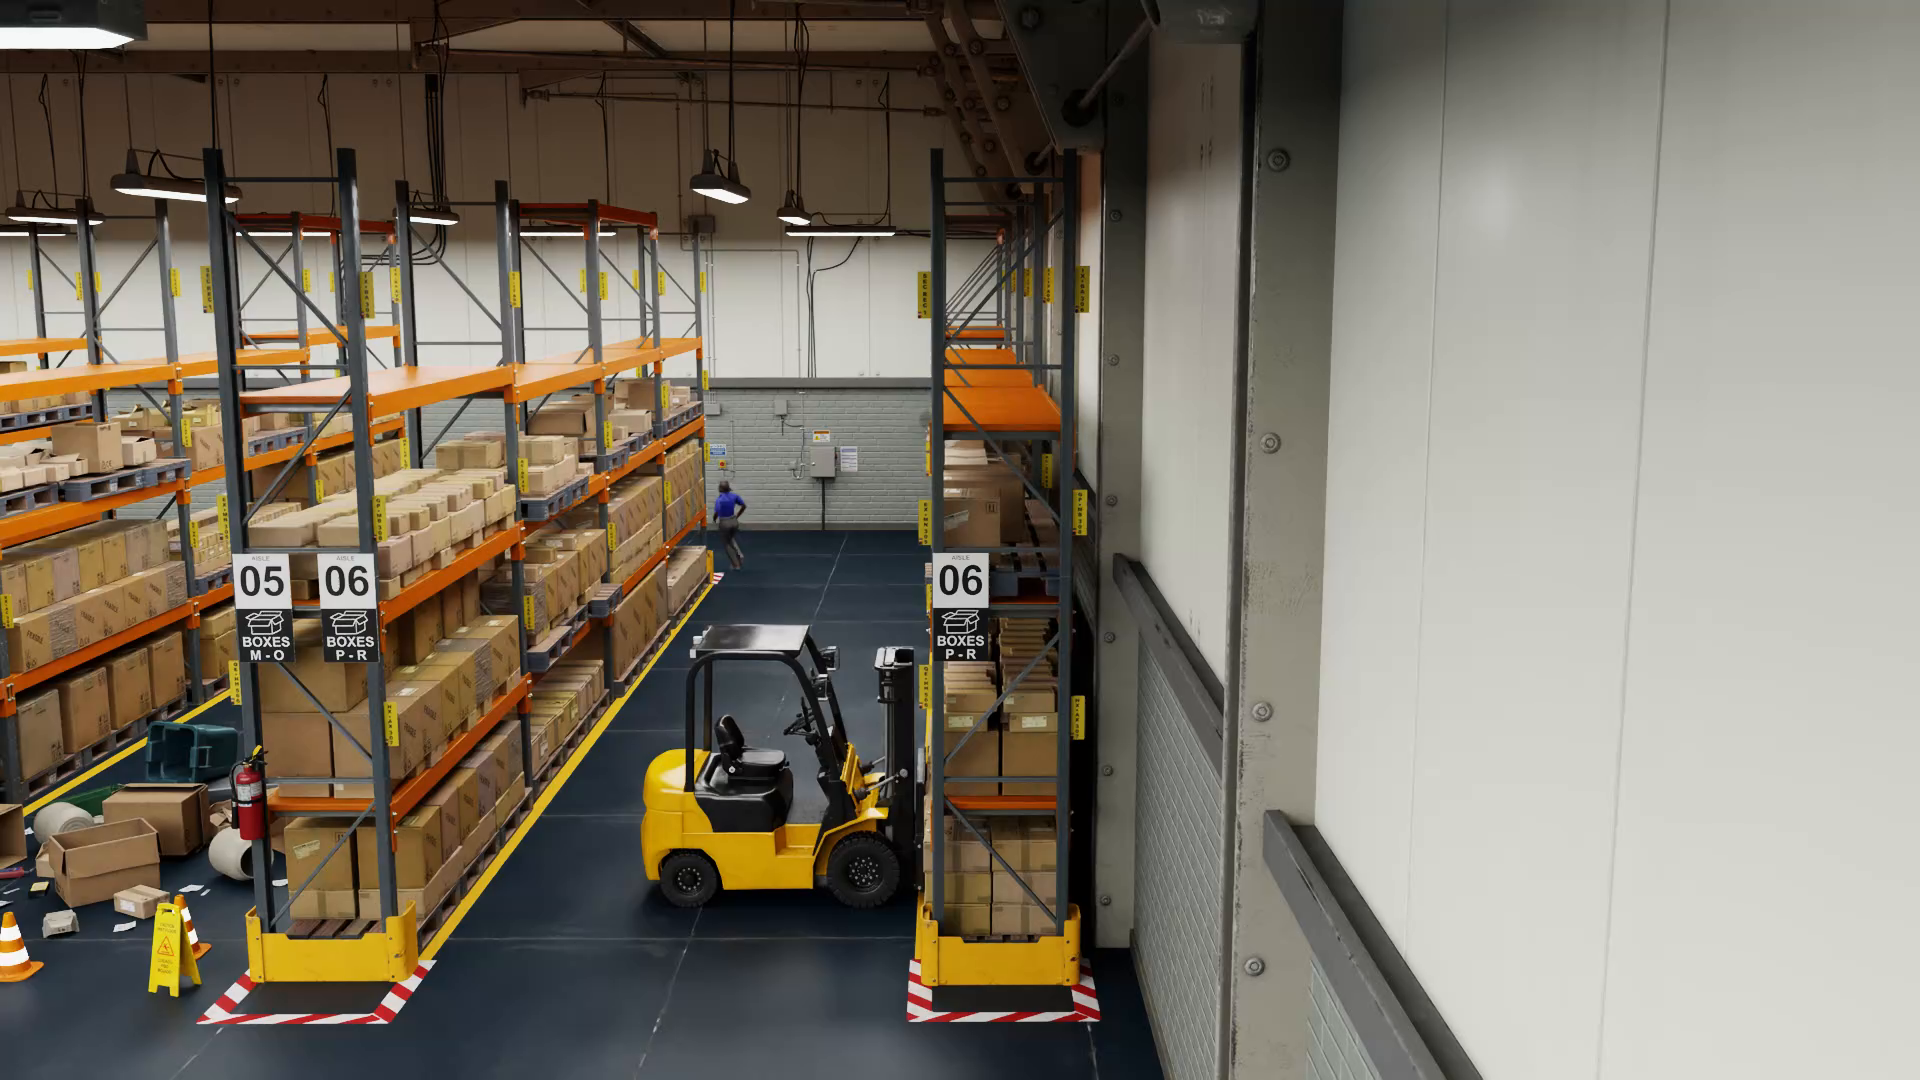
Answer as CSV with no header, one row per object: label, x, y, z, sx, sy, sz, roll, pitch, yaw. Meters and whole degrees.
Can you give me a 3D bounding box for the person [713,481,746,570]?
person,-4.108,-0.271,29.099,0.649,1.591,0.491,-8,12,-42
